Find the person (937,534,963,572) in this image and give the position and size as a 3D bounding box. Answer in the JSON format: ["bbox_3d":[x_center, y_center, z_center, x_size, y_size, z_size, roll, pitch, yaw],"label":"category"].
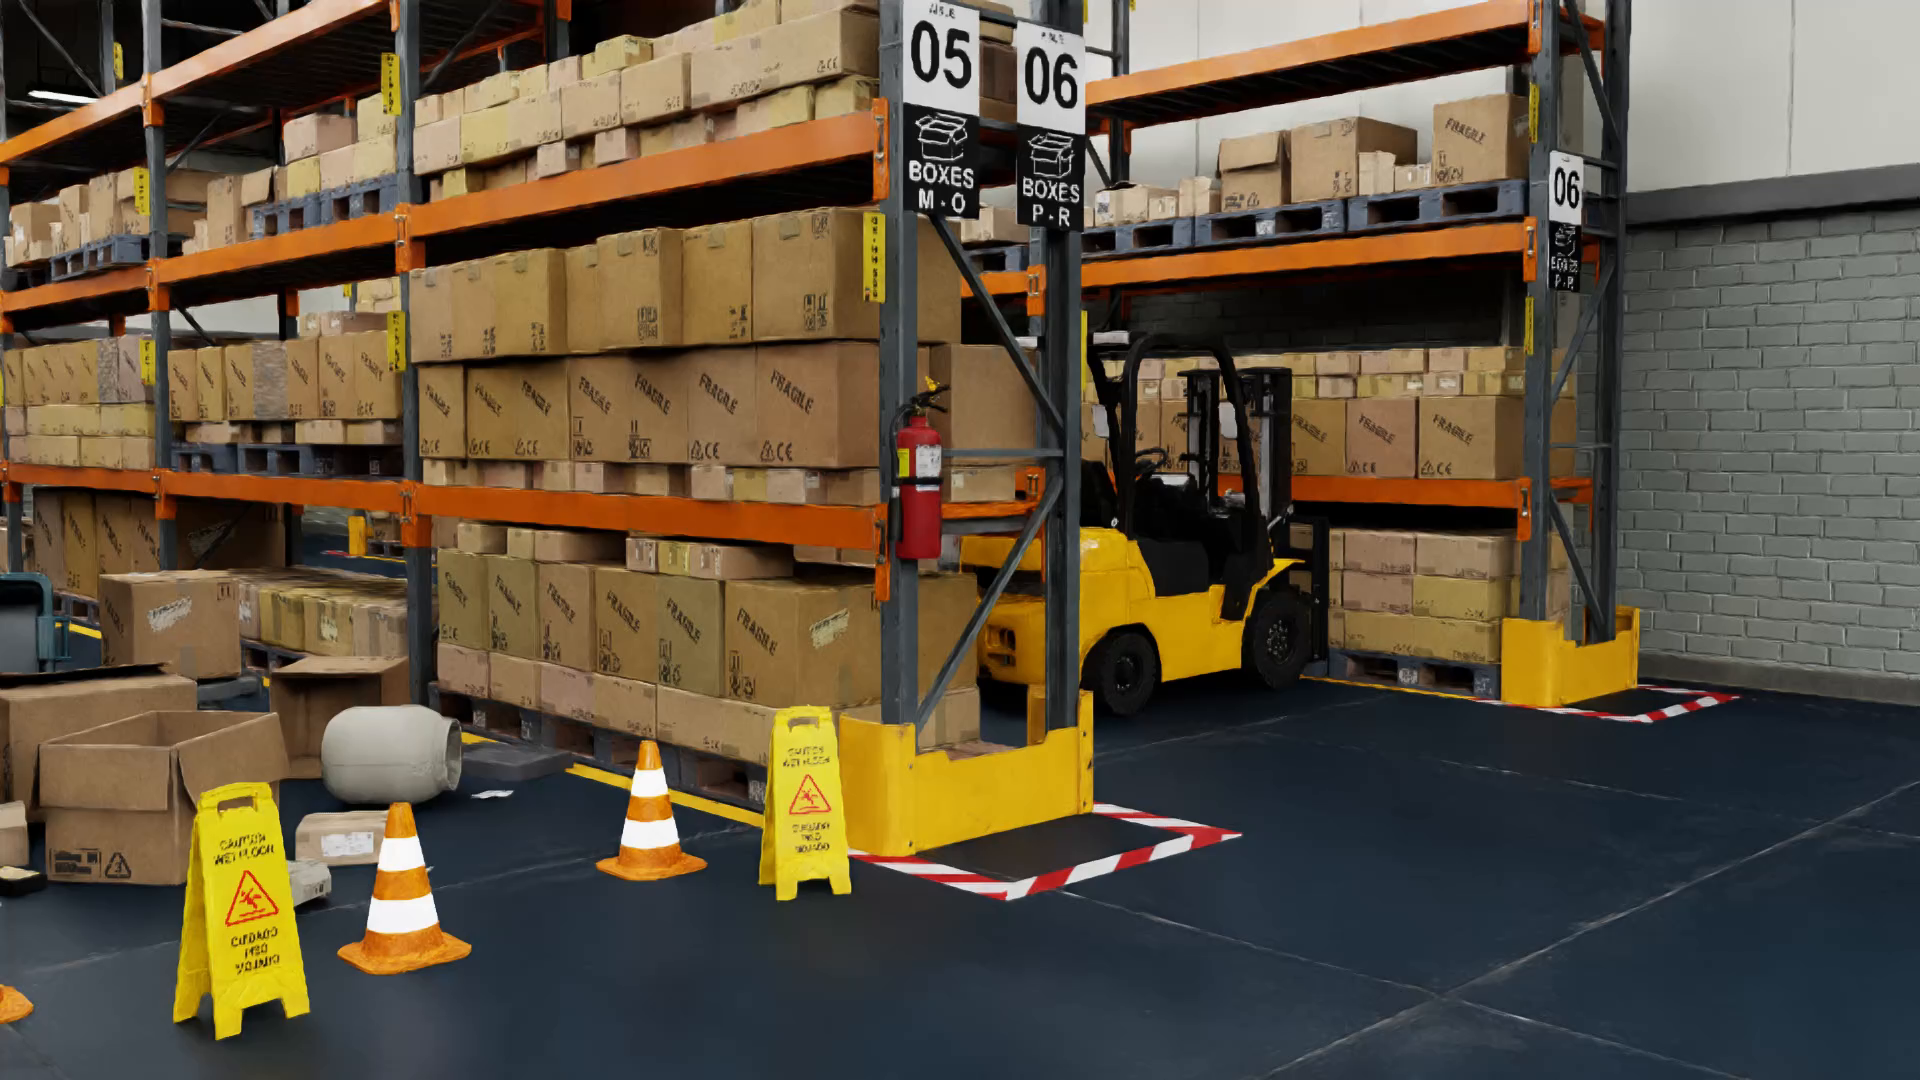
[{"bbox_3d":[-0.038,-0.075,11.536,0.375,1.781,0.646,-1,4,-16],"label":"person"}]
